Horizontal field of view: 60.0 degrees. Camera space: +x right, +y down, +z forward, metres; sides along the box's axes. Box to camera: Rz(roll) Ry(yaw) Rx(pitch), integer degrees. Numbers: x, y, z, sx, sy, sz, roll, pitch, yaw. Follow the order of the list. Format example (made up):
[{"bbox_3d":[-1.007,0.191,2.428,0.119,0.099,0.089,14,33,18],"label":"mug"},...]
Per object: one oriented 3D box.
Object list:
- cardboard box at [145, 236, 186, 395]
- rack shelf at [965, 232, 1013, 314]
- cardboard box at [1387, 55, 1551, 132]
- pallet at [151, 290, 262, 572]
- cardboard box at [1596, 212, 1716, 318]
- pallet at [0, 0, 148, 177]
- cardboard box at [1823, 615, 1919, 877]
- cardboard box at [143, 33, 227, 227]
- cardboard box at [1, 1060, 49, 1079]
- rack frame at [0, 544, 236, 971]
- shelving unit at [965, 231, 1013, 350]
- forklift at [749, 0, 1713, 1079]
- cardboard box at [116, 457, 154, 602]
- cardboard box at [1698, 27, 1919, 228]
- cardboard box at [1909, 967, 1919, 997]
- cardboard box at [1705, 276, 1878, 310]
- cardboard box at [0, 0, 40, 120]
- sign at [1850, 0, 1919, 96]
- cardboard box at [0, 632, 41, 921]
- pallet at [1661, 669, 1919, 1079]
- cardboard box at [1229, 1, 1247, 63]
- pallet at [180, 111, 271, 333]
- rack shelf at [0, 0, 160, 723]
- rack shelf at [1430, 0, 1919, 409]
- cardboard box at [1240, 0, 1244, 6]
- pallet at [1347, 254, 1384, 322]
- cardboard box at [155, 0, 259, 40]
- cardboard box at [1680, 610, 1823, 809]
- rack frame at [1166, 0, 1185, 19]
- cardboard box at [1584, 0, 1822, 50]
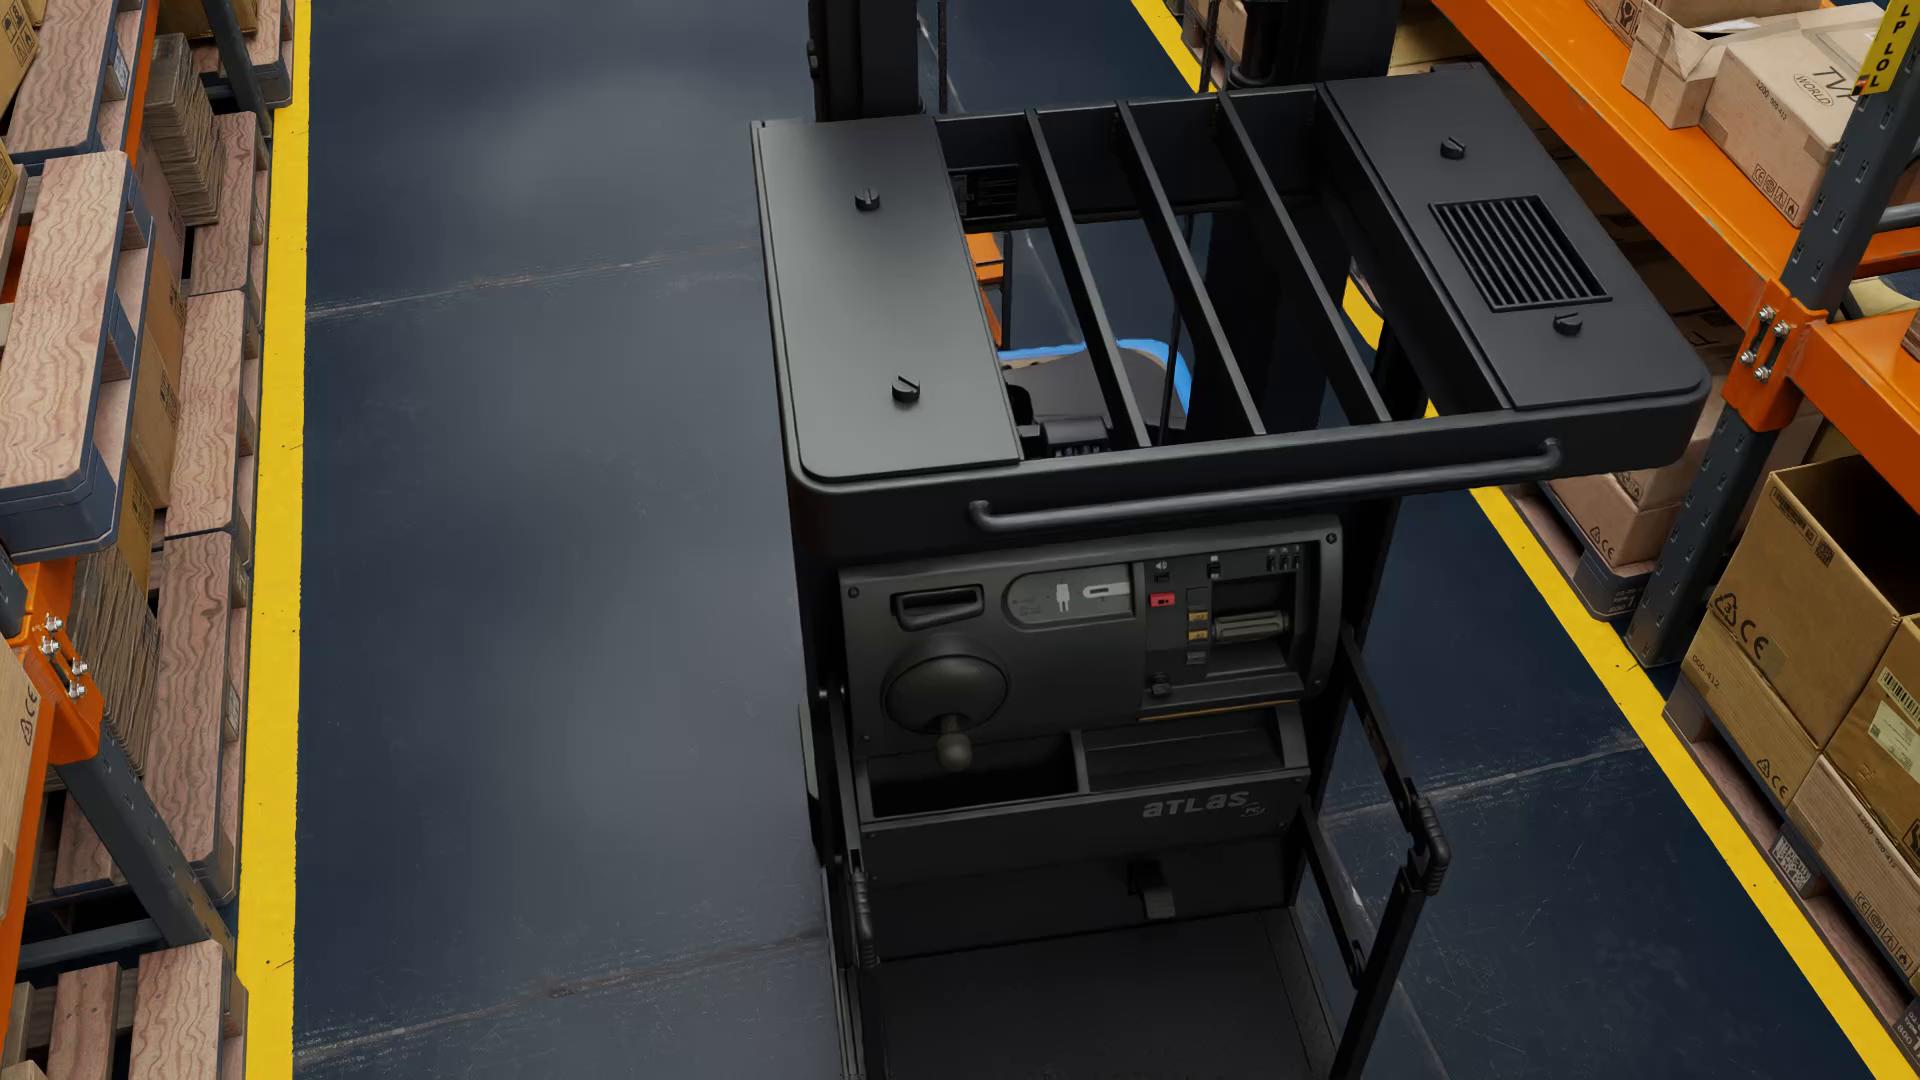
[{"bbox_3d":[-2.932,-0.730,5.307,0.700,0.500,0.500,-11,47,-11],"label":"cardboard box"},{"bbox_3d":[-0.042,-0.809,4.653,0.258,0.148,0.480,-11,47,-10],"label":"rack shelf"},{"bbox_3d":[1.701,-1.458,5.818,0.500,0.311,0.500,-11,47,-11],"label":"cardboard box"},{"bbox_3d":[-2.833,-0.297,5.393,1.003,0.211,1.213,-11,47,-10],"label":"pallet"},{"bbox_3d":[1.951,-0.766,5.139,0.500,0.311,0.500,-10,46,-9],"label":"cardboard box"},{"bbox_3d":[-2.794,-1.227,4.486,1.003,0.211,1.213,-11,47,-10],"label":"pallet"},{"bbox_3d":[2.423,0.474,3.791,0.500,0.500,0.500,-11,47,-10],"label":"cardboard box"},{"bbox_3d":[-3.106,-1.445,6.008,0.700,0.500,0.500,-10,46,-10],"label":"cardboard box"},{"bbox_3d":[-2.150,1.310,3.542,0.380,0.166,0.250,-16,48,-15],"label":"cardboard box"},{"bbox_3d":[-2.316,0.109,3.043,1.000,3.000,0.127,-11,47,-10],"label":"rack frame"},{"bbox_3d":[-0.042,-0.534,4.933,0.258,1.200,0.503,-11,47,-10],"label":"shelving unit"},{"bbox_3d":[0.284,0.285,2.918,1.130,2.935,3.031,-6,46,-6],"label":"forklift"},{"bbox_3d":[-2.702,-0.023,4.615,0.700,0.500,0.500,-12,47,-11],"label":"cardboard box"},{"bbox_3d":[2.303,-1.079,4.312,0.500,0.250,0.500,-8,46,-8],"label":"cardboard box"},{"bbox_3d":[2.543,1.084,3.719,0.500,0.250,0.500,-11,47,-10],"label":"cardboard box"},{"bbox_3d":[2.483,-0.858,5.229,0.500,0.311,0.500,-11,47,-11],"label":"cardboard box"},{"bbox_3d":[-2.749,-1.274,4.020,0.700,0.500,0.500,-5,46,-5],"label":"cardboard box"},{"bbox_3d":[1.949,-1.071,3.444,0.100,0.325,0.005,-11,47,-10],"label":"sign"},{"bbox_3d":[-1.902,0.426,2.824,0.500,0.250,0.500,-11,47,-10],"label":"cardboard box"},{"bbox_3d":[2.634,0.733,4.384,1.003,0.211,1.213,-11,47,-10],"label":"pallet"},{"bbox_3d":[1.427,-1.984,6.725,0.500,0.250,0.500,-12,47,-11],"label":"cardboard box"},{"bbox_3d":[-3.142,-1.137,6.217,1.003,0.211,1.213,-11,47,-10],"label":"pallet"},{"bbox_3d":[-2.828,-1.020,4.653,1.077,0.370,4.000,-11,47,-10],"label":"rack shelf"},{"bbox_3d":[1.959,-1.929,5.544,1.077,0.370,4.000,-11,47,-10],"label":"rack shelf"},{"bbox_3d":[1.440,-2.166,6.511,0.500,0.311,0.500,-12,47,-11],"label":"cardboard box"},{"bbox_3d":[1.929,-1.169,6.248,1.003,0.211,1.213,-11,47,-10],"label":"pallet"},{"bbox_3d":[-3.402,-2.579,6.889,0.750,0.750,0.750,-11,47,-11],"label":"cardboard box"},{"bbox_3d":[2.297,0.391,4.397,0.500,0.250,0.500,-11,47,-10],"label":"cardboard box"},{"bbox_3d":[1.447,-3.561,6.640,1.000,3.000,0.127,-11,47,-10],"label":"rack frame"},{"bbox_3d":[2.156,-1.732,4.777,0.500,0.500,0.500,-8,46,-7],"label":"cardboard box"}]
